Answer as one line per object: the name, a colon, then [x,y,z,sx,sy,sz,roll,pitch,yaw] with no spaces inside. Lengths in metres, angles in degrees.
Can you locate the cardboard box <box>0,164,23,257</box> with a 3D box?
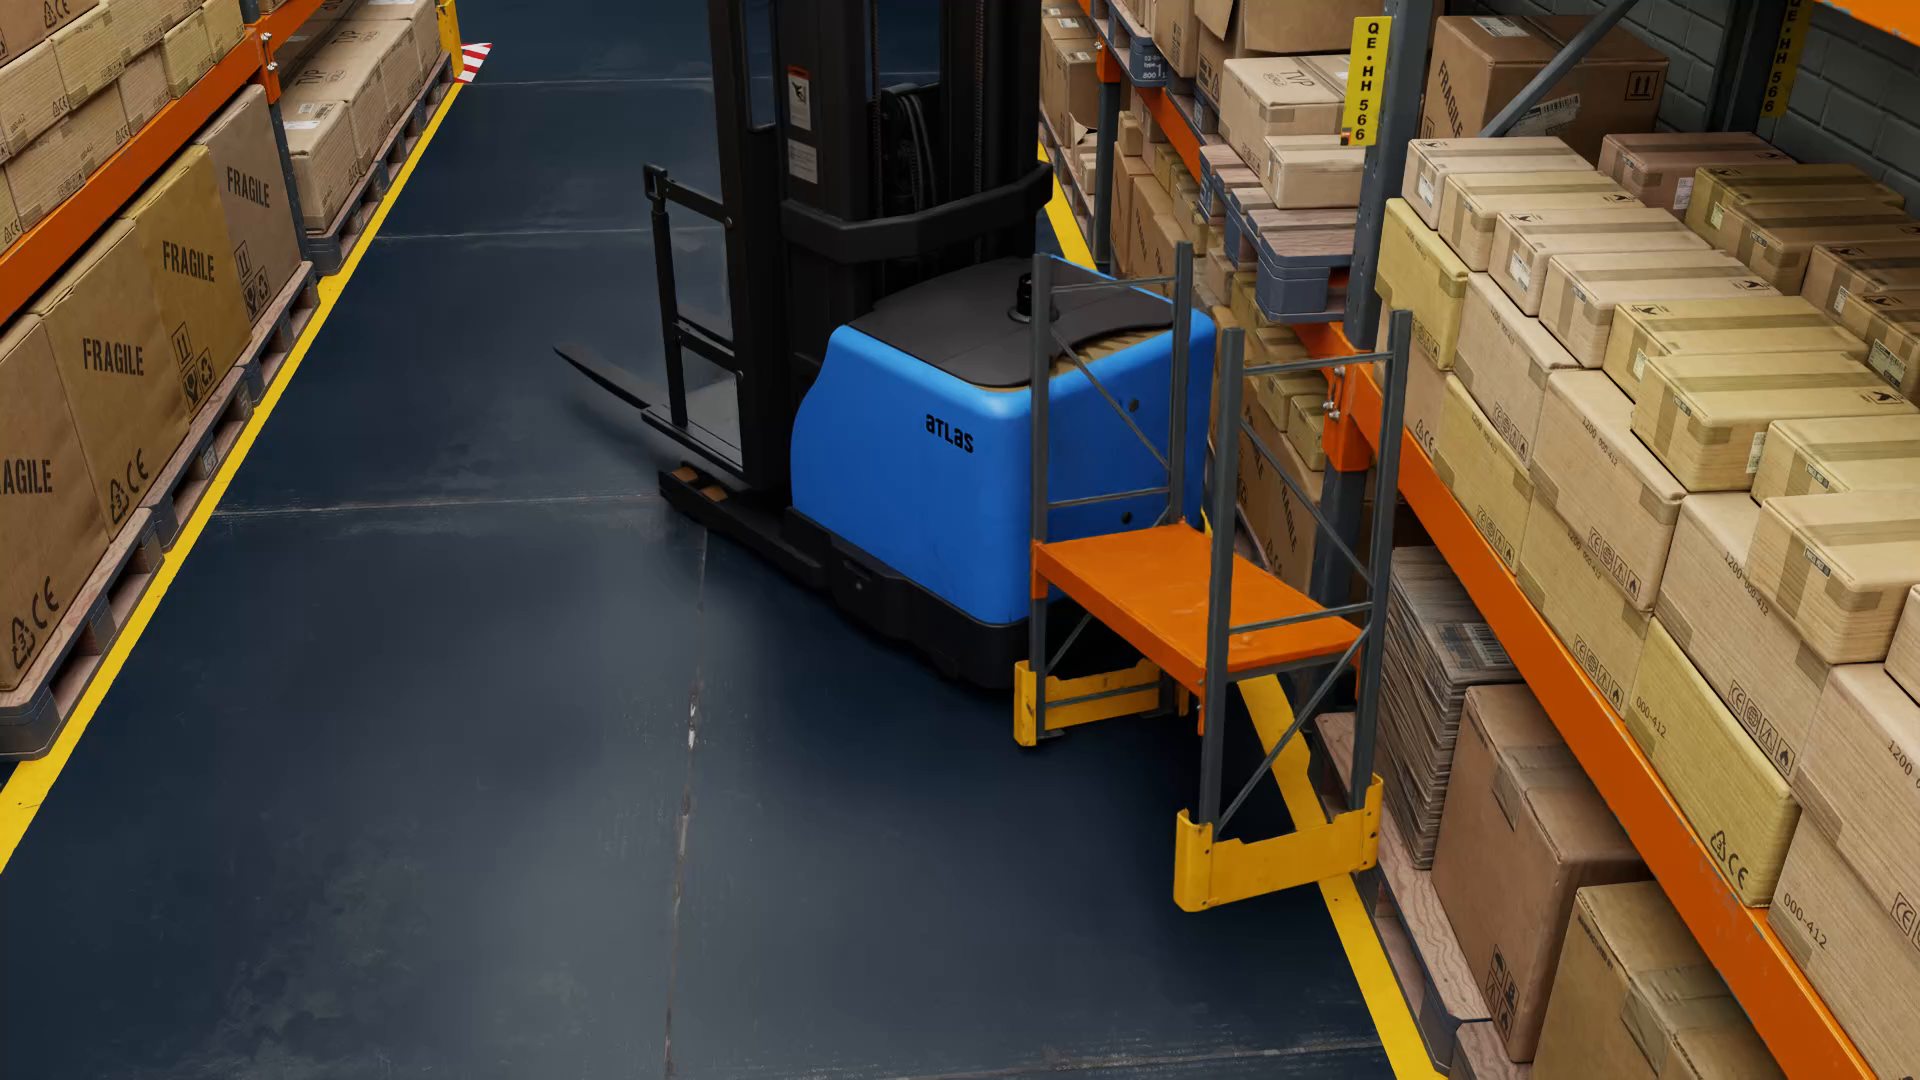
cardboard box: [-3.233,-0.946,5.055,0.500,0.250,0.500,-4,31,-6]

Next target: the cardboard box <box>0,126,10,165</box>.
cardboard box: [-3.221,-1.172,4.946,0.500,0.250,0.500,-2,31,-3]

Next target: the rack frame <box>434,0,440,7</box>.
rack frame: [-4.119,-4.572,10.979,1.000,3.000,0.127,-3,31,-5]

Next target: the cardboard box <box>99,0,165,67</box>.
cardboard box: [-3.354,-1.947,6.244,0.500,0.250,0.500,-2,31,-3]

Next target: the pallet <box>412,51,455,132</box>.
pallet: [-3.967,-2.970,11.017,1.003,0.211,1.213,-3,31,-5]

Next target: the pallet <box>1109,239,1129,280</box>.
pallet: [1.310,-1.159,7.984,1.003,0.211,1.213,-3,31,-5]

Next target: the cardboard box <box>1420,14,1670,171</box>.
cardboard box: [1.677,-1.221,4.861,0.500,0.500,0.500,-1,31,-2]

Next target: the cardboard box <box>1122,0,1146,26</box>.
cardboard box: [1.067,-2.471,6.954,0.700,0.500,0.500,-2,31,-4]

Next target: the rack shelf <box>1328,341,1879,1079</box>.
rack shelf: [1.757,0.603,3.017,1.077,0.370,4.000,-3,31,-5]

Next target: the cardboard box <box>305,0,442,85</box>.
cardboard box: [-3.958,-3.320,10.972,0.875,0.438,0.875,-4,31,-6]

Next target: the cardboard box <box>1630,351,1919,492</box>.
cardboard box: [1.437,-0.213,2.952,0.380,0.149,0.250,-2,31,-4]

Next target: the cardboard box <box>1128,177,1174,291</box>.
cardboard box: [1.077,-1.347,7.609,0.500,0.500,0.500,-3,31,-5]

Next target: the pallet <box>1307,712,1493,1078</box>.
pallet: [1.608,0.892,4.551,1.003,0.211,1.213,-3,31,-5]

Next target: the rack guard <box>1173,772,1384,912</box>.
rack guard: [0.829,0.778,4.317,0.587,0.250,0.087,-8,22,-21]

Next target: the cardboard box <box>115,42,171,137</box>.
cardboard box: [-3.378,-1.730,6.367,0.500,0.250,0.500,-4,31,-6]

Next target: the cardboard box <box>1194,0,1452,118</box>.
cardboard box: [1.233,-1.776,5.789,0.797,0.503,0.637,-3,31,-6]

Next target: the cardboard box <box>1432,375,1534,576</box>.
cardboard box: [1.410,-0.168,3.752,0.500,0.250,0.500,-3,31,-6]

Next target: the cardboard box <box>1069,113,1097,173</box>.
cardboard box: [0.818,-2.229,9.313,0.396,0.266,0.258,-2,31,-3]

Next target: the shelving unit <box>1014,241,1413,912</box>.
shelving unit: [0.634,0.034,4.535,0.587,1.500,1.083,-8,22,-21]

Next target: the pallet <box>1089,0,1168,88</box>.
pallet: [1.162,-2.274,7.319,1.003,0.211,1.213,-3,31,-5]

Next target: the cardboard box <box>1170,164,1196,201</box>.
cardboard box: [1.142,-1.552,7.318,0.380,0.149,0.250,-3,31,-5]

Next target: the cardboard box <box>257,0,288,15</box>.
cardboard box: [-3.529,-2.825,7.956,0.500,0.500,0.500,-2,31,-3]

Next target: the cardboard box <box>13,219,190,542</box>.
cardboard box: [-3.433,-0.568,5.938,0.875,0.875,0.875,-2,31,-4]

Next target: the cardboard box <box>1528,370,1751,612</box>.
cardboard box: [1.445,-0.115,3.177,0.500,0.250,0.500,-4,31,-6]

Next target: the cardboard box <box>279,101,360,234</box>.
cardboard box: [-3.697,-1.936,8.655,0.875,0.438,0.875,-3,31,-5]

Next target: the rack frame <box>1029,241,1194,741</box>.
rack frame: [0.442,-0.123,4.968,0.500,1.500,0.032,-8,22,-21]

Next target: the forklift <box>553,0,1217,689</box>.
forklift: [-0.512,-1.454,5.826,1.130,2.935,3.031,-25,39,-35]

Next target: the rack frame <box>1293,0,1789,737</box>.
rack frame: [1.570,-0.727,4.542,1.000,3.000,0.127,-3,31,-5]

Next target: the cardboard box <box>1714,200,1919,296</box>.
cardboard box: [1.901,-0.629,3.648,0.380,0.149,0.250,-3,31,-5]

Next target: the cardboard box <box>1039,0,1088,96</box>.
cardboard box: [0.826,-3.164,10.650,0.700,0.500,0.500,-2,31,-3]

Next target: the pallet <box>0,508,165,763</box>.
pallet: [-3.371,0.304,5.536,1.003,0.211,1.213,-3,31,-5]

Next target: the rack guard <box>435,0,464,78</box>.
rack guard: [-4.122,-3.511,11.641,1.175,0.500,0.348,-3,31,-5]

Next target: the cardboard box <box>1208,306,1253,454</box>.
cardboard box: [1.228,-0.563,6.296,0.500,0.500,0.500,-1,31,-2]

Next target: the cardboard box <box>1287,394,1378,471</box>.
cardboard box: [1.271,-0.353,5.311,0.380,0.149,0.250,-4,31,-7]

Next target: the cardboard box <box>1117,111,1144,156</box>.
cardboard box: [0.965,-1.959,8.000,0.380,0.149,0.250,-1,31,-2]

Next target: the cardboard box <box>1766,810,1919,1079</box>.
cardboard box: [1.568,0.623,2.428,0.500,0.250,0.500,-3,31,-4]

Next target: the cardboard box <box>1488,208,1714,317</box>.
cardboard box: [1.382,-0.606,3.609,0.380,0.149,0.250,-2,31,-3]

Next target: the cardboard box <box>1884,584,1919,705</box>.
cardboard box: [1.542,0.179,2.295,0.380,0.149,0.250,-2,31,-4]

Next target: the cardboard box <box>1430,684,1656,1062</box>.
cardboard box: [1.683,0.764,3.951,0.875,0.625,0.625,-2,31,-3]

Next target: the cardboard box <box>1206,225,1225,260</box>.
cardboard box: [1.203,-1.159,6.661,0.380,0.149,0.250,-3,31,-4]

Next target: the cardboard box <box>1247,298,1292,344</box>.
cardboard box: [1.255,-0.764,6.000,0.380,0.149,0.250,-2,31,-3]
